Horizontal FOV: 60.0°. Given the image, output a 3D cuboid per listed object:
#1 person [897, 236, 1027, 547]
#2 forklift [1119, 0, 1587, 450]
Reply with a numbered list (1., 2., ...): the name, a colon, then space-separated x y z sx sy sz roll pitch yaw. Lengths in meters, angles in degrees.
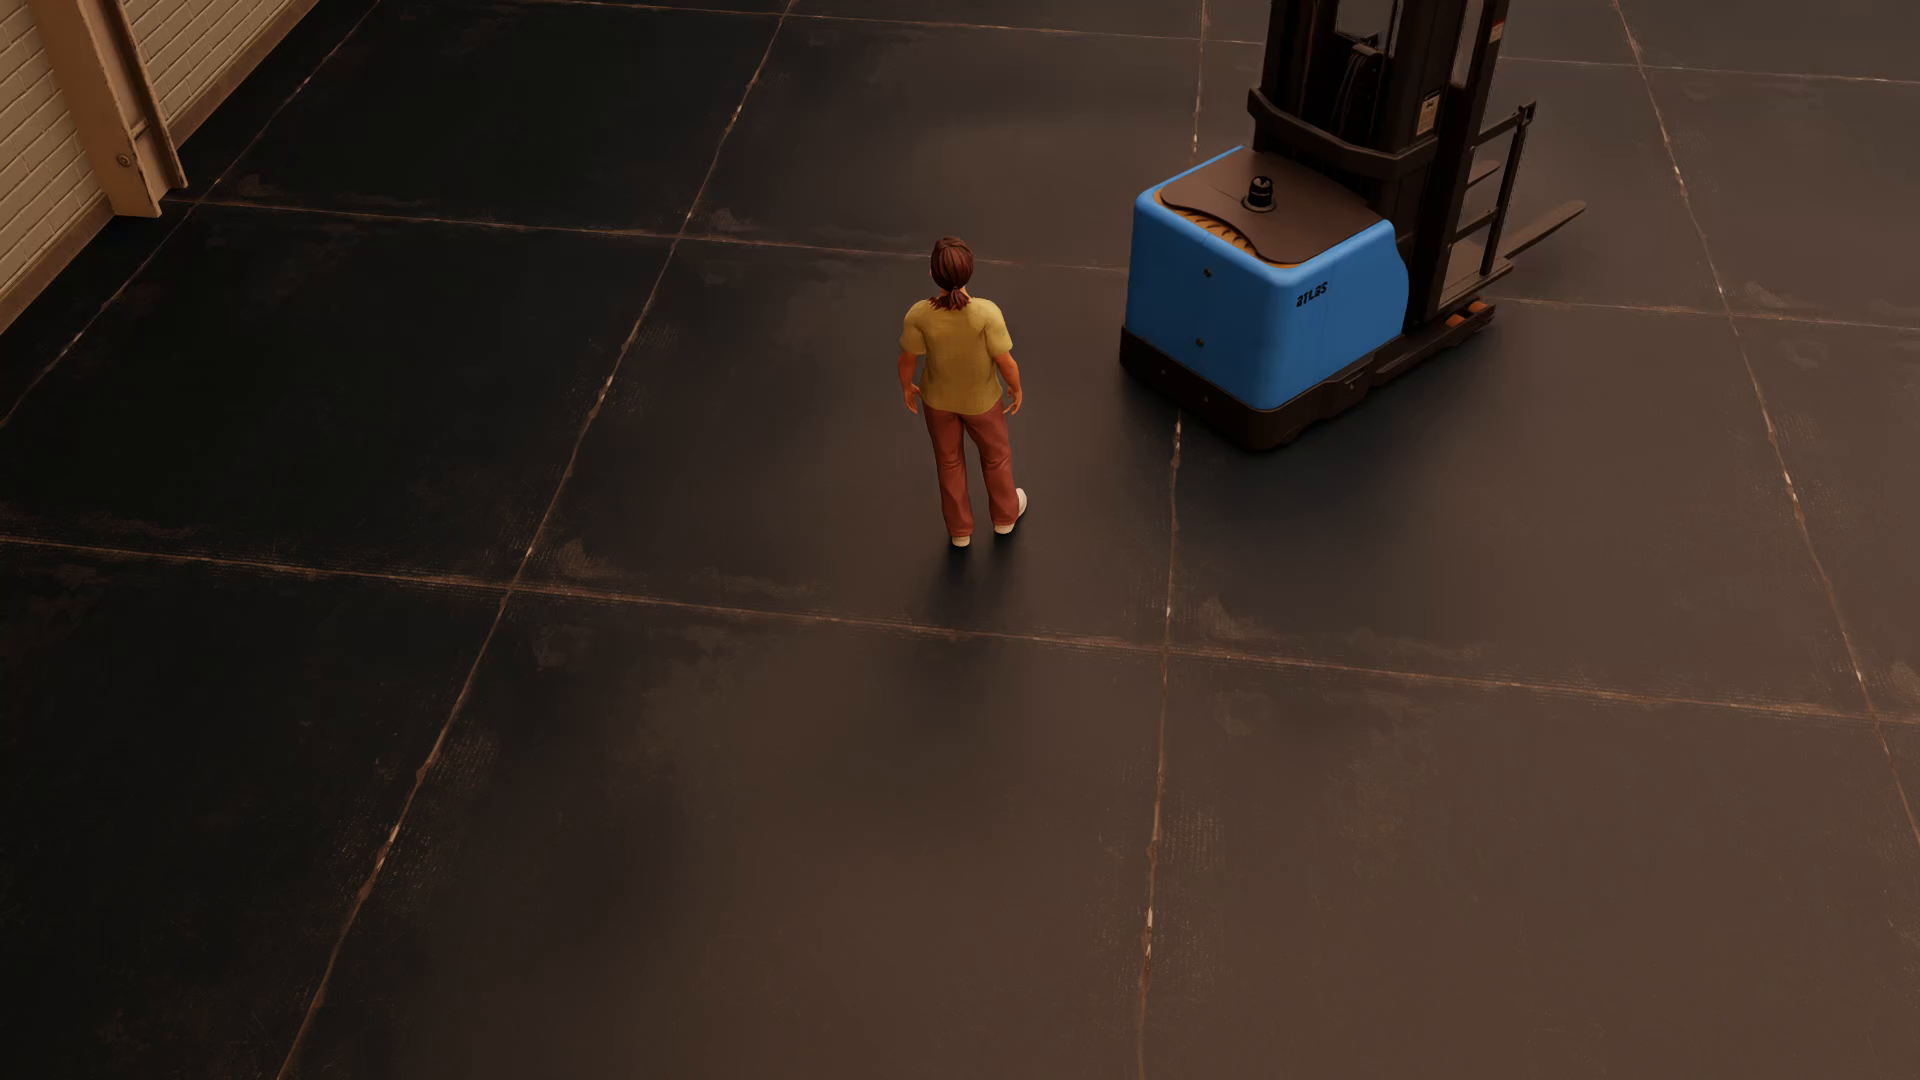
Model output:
1. person: 0.021 -0.671 7.372 0.554 1.673 0.548 5 43 6
2. forklift: 2.292 -2.380 8.315 3.031 2.935 1.130 -30 50 -29
